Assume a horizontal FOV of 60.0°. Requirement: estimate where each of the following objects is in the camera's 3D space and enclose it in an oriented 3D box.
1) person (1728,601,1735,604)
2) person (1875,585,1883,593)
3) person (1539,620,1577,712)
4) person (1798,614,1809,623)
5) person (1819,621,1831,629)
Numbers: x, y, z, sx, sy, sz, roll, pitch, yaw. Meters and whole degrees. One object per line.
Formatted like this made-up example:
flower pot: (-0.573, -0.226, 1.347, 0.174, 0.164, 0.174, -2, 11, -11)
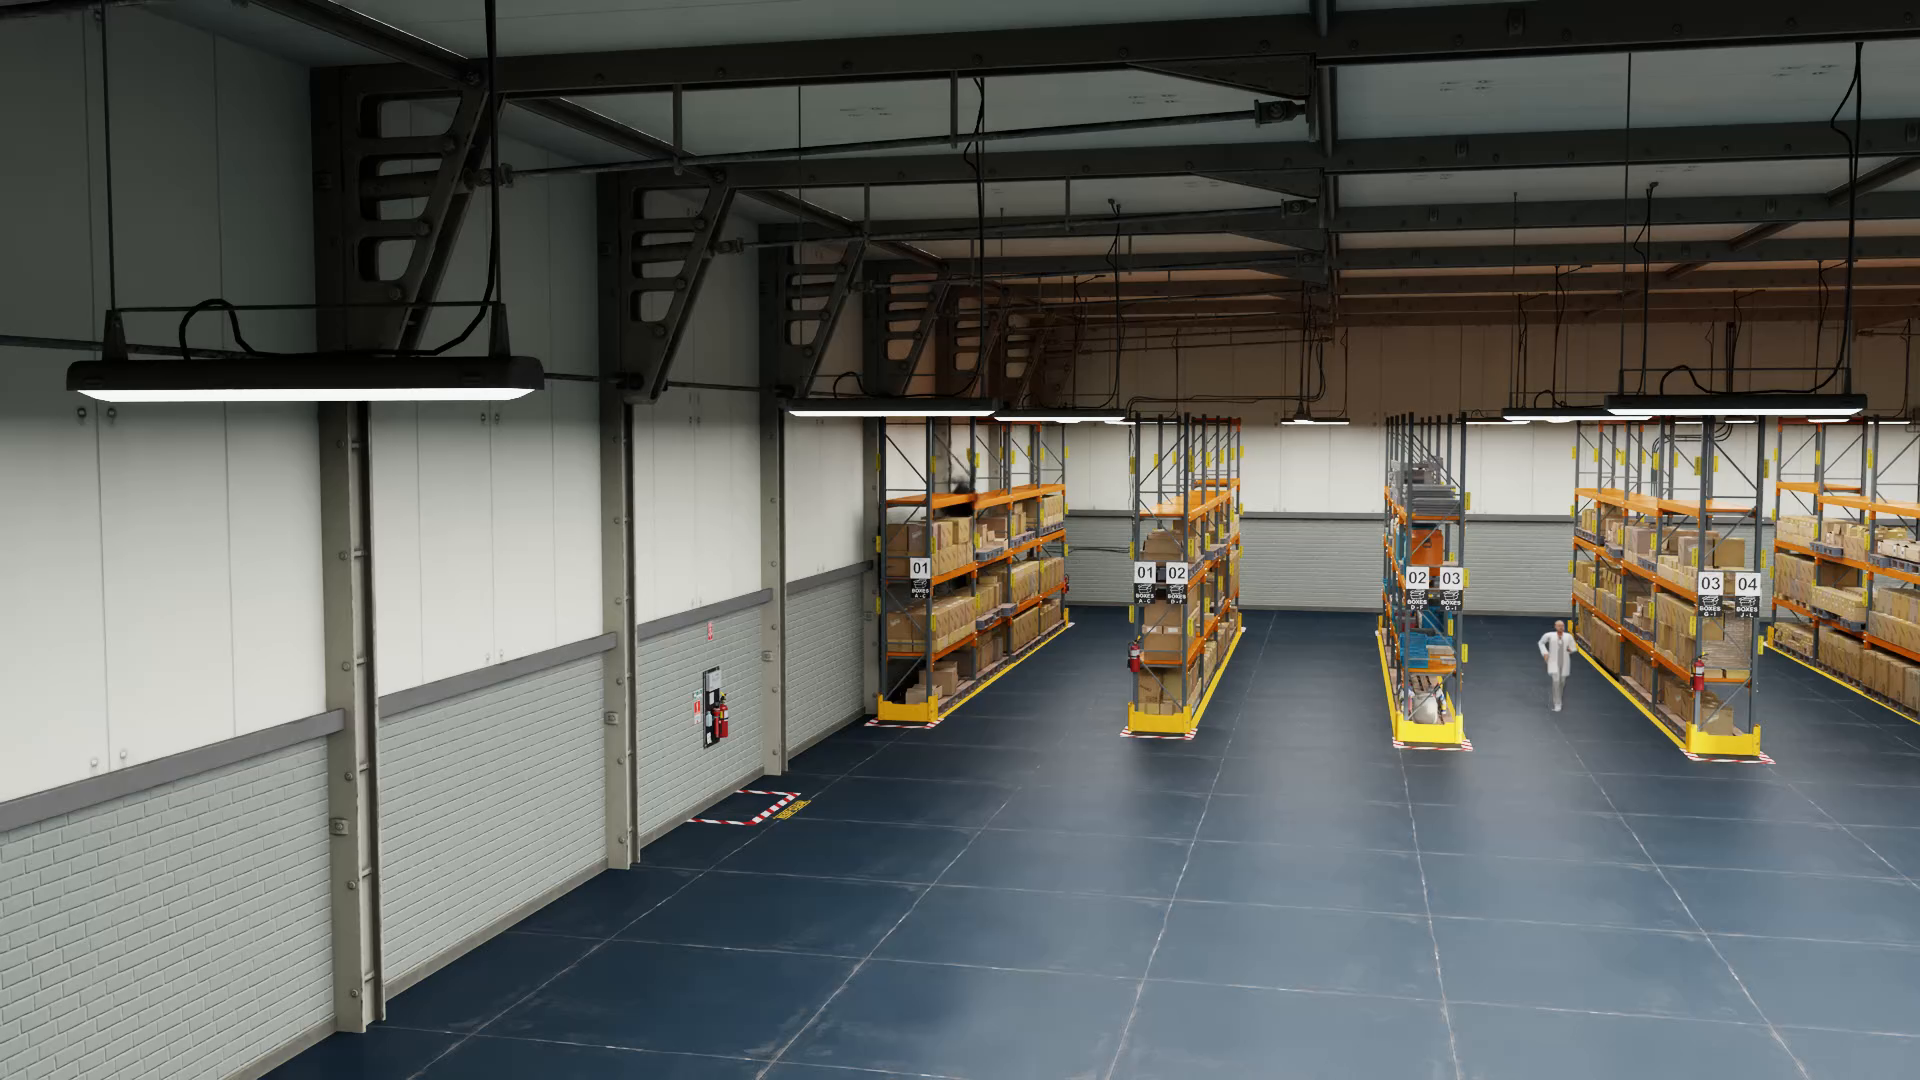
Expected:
person: (19.822, 2.021, 42.794, 0.587, 1.602, 0.528, 1, 4, 9)
person: (23.004, 2.025, 41.593, 0.689, 1.757, 1.035, 0, 4, 5)
person: (12.170, 2.540, 33.821, 0.694, 1.822, 0.876, 0, 4, 5)
person: (22.875, 1.839, 44.704, 0.567, 1.747, 0.653, 1, 4, 16)
person: (22.924, 1.859, 44.582, 0.775, 1.690, 0.736, -2, 4, -24)
